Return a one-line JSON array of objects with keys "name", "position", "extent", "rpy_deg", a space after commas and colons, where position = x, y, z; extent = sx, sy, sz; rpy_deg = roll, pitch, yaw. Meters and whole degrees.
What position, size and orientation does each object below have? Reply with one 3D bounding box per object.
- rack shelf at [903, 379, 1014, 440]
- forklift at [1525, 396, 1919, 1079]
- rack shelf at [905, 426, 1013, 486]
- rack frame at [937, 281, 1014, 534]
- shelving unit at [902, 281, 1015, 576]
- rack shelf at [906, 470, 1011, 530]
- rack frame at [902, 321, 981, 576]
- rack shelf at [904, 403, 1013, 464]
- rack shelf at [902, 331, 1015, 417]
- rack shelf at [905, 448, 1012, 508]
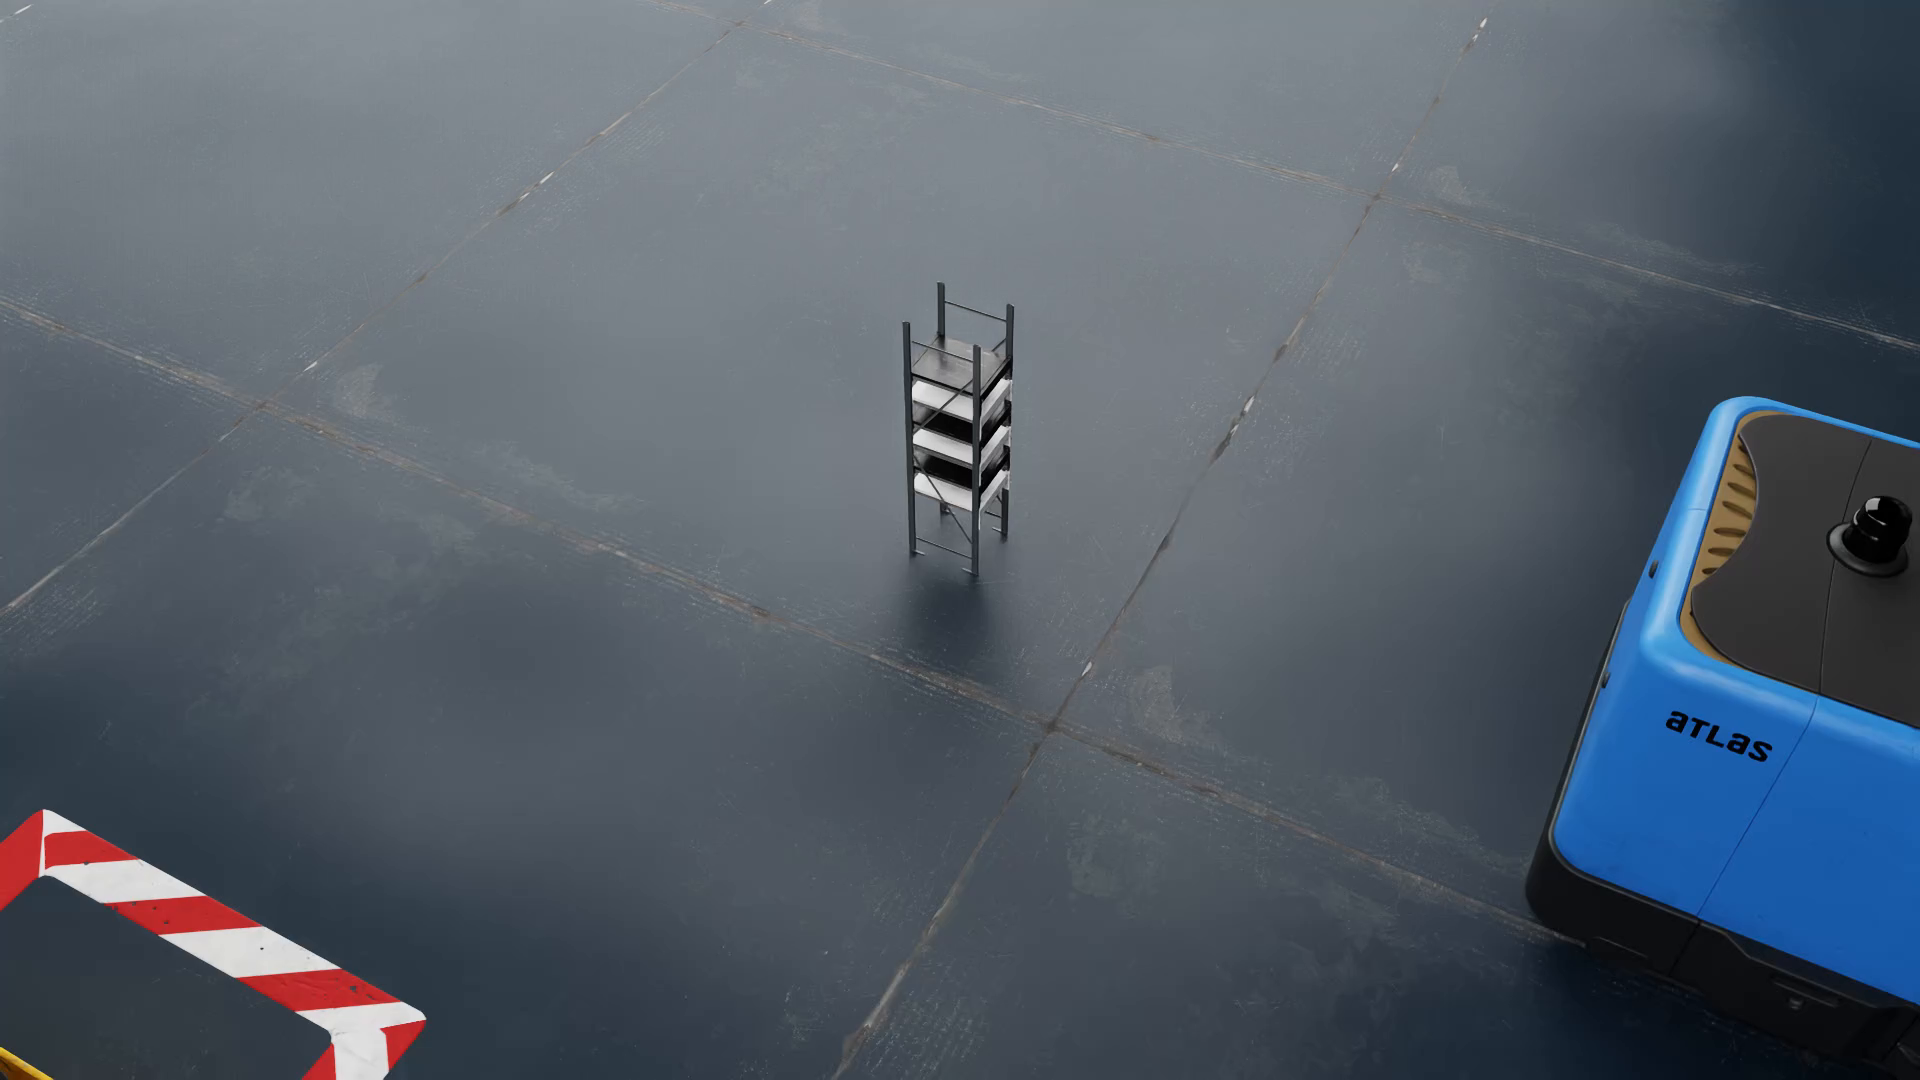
[{"name": "rack shelf", "position": [-0.004, -0.414, 4.821], "extent": [0.258, 0.077, 0.200], "rpy_deg": [20, 49, 19]}, {"name": "forklift", "position": [2.992, 0.139, 3.052], "extent": [3.031, 2.935, 1.130], "rpy_deg": [21, 49, 19]}, {"name": "rack shelf", "position": [-0.004, -0.288, 4.949], "extent": [0.258, 0.077, 0.200], "rpy_deg": [20, 49, 19]}, {"name": "rack frame", "position": [0.043, -0.375, 4.988], "extent": [0.240, 0.900, 0.006], "rpy_deg": [20, 49, 19]}, {"name": "shelving unit", "position": [-0.004, -0.311, 4.925], "extent": [0.258, 0.900, 0.210], "rpy_deg": [20, 49, 19]}, {"name": "rack shelf", "position": [-0.004, -0.161, 5.077], "extent": [0.258, 0.077, 0.200], "rpy_deg": [20, 49, 19]}, {"name": "rack frame", "position": [-0.051, -0.247, 4.862], "extent": [0.240, 0.900, 0.006], "rpy_deg": [20, 49, 19]}, {"name": "rack shelf", "position": [-0.004, -0.351, 4.885], "extent": [0.258, 0.077, 0.200], "rpy_deg": [20, 49, 19]}, {"name": "rack shelf", "position": [-0.004, -0.478, 4.757], "extent": [0.258, 0.077, 0.200], "rpy_deg": [20, 49, 19]}, {"name": "rack shelf", "position": [-0.004, -0.225, 5.013], "extent": [0.258, 0.077, 0.200], "rpy_deg": [20, 49, 19]}]
